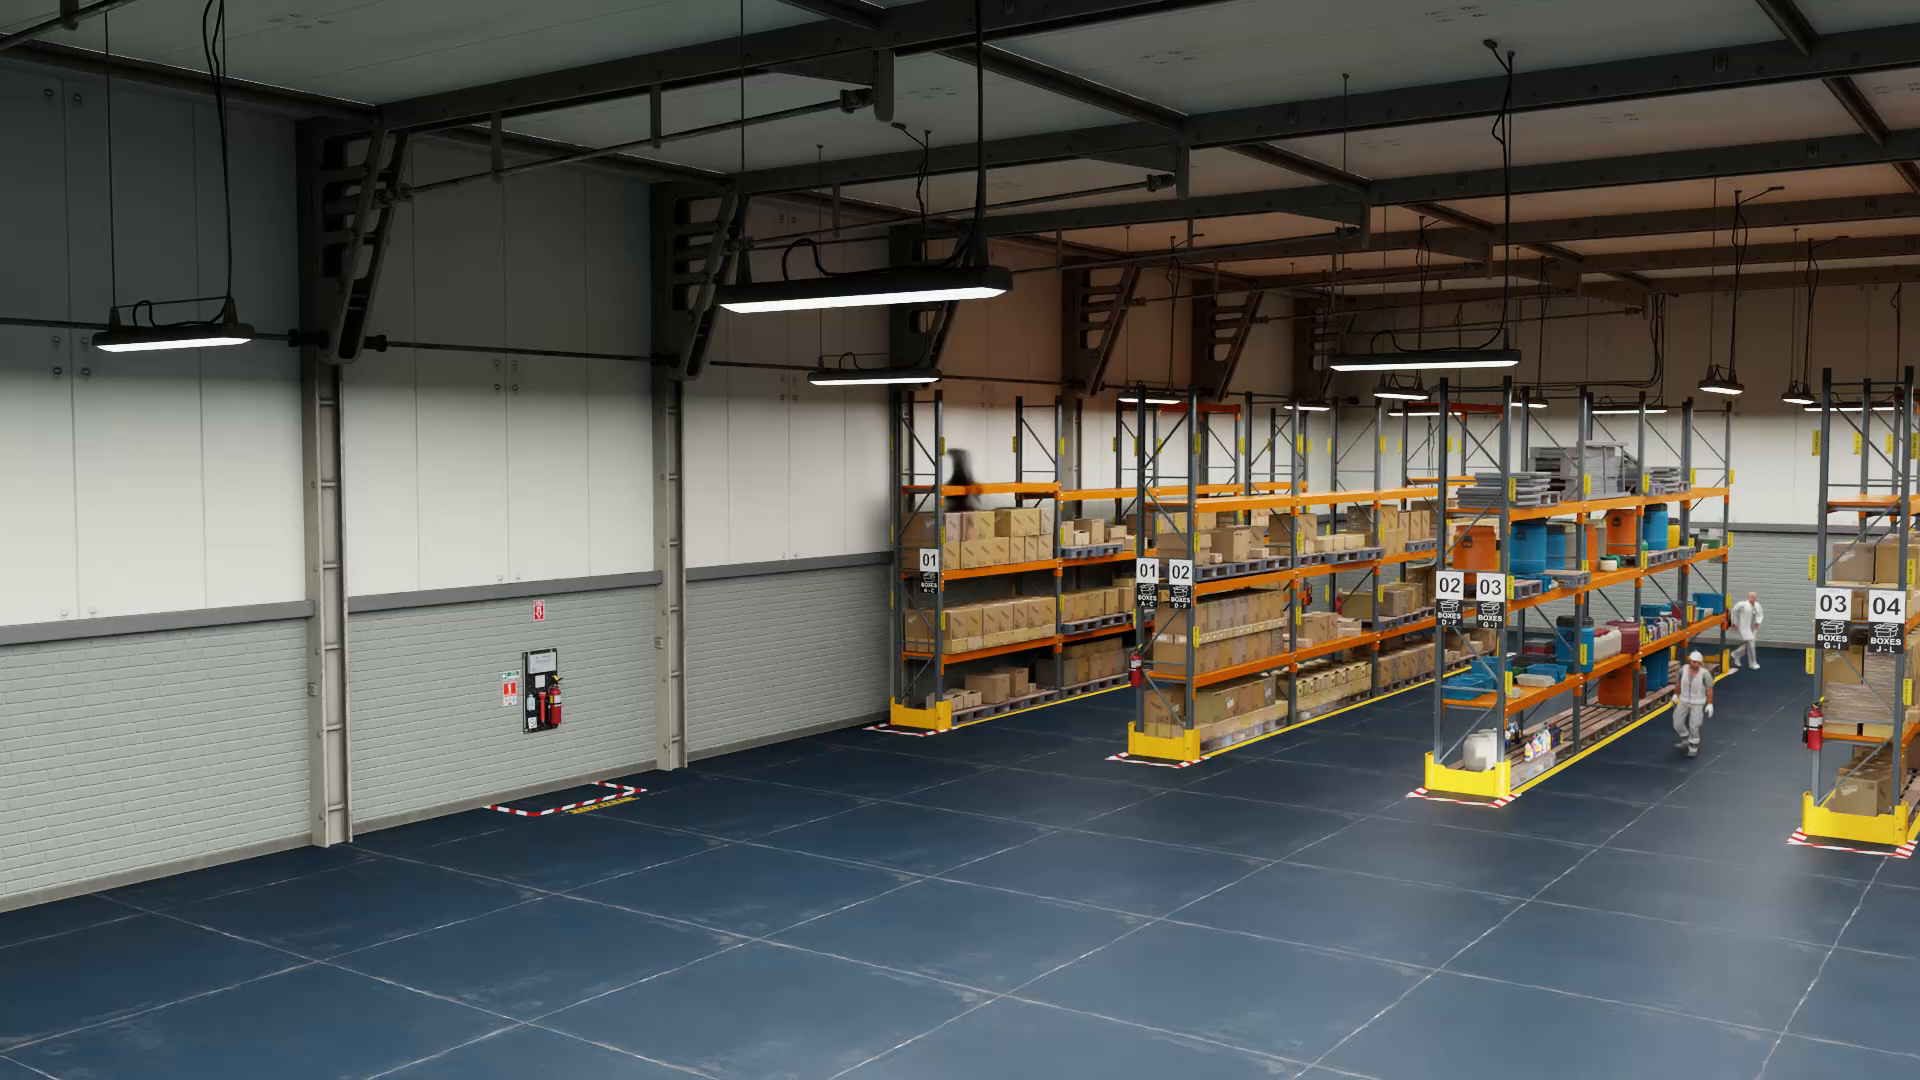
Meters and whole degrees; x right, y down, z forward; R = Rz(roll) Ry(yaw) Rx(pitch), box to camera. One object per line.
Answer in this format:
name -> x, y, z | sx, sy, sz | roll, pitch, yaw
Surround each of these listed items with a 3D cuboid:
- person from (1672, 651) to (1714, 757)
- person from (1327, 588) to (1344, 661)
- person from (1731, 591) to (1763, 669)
person -> 11.775, 2.625, 26.731 | 0.735, 1.729, 0.628 | 3, 4, 42
person -> 9.014, 1.960, 39.186 | 0.675, 1.707, 0.999 | 2, 4, 25
person -> 17.683, 2.022, 37.496 | 0.698, 1.730, 0.826 | -1, 3, -19
